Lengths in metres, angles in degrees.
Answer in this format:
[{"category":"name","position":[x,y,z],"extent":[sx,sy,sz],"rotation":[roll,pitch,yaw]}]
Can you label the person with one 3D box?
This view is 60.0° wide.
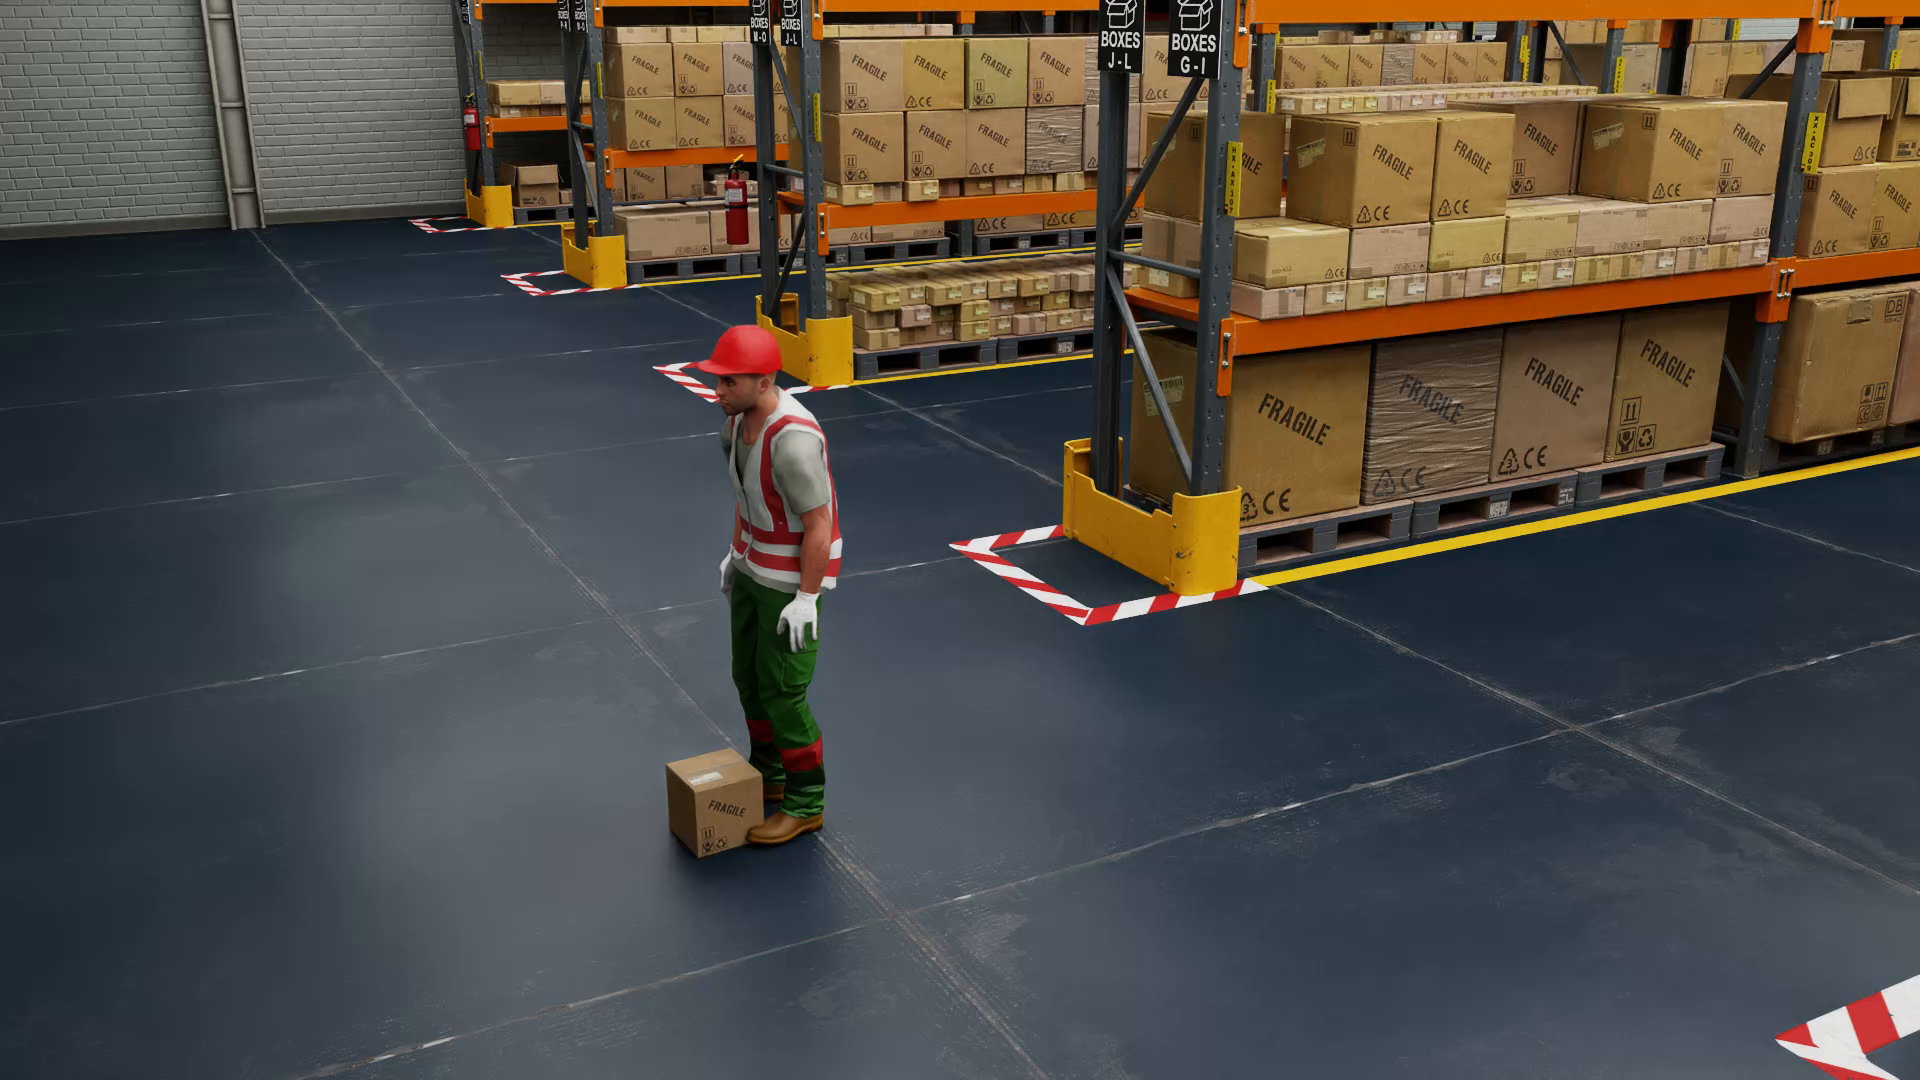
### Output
[{"category":"person","position":[-0.643,0.147,5.594],"extent":[0.454,1.777,0.608],"rotation":[-11,21,-29]}]
